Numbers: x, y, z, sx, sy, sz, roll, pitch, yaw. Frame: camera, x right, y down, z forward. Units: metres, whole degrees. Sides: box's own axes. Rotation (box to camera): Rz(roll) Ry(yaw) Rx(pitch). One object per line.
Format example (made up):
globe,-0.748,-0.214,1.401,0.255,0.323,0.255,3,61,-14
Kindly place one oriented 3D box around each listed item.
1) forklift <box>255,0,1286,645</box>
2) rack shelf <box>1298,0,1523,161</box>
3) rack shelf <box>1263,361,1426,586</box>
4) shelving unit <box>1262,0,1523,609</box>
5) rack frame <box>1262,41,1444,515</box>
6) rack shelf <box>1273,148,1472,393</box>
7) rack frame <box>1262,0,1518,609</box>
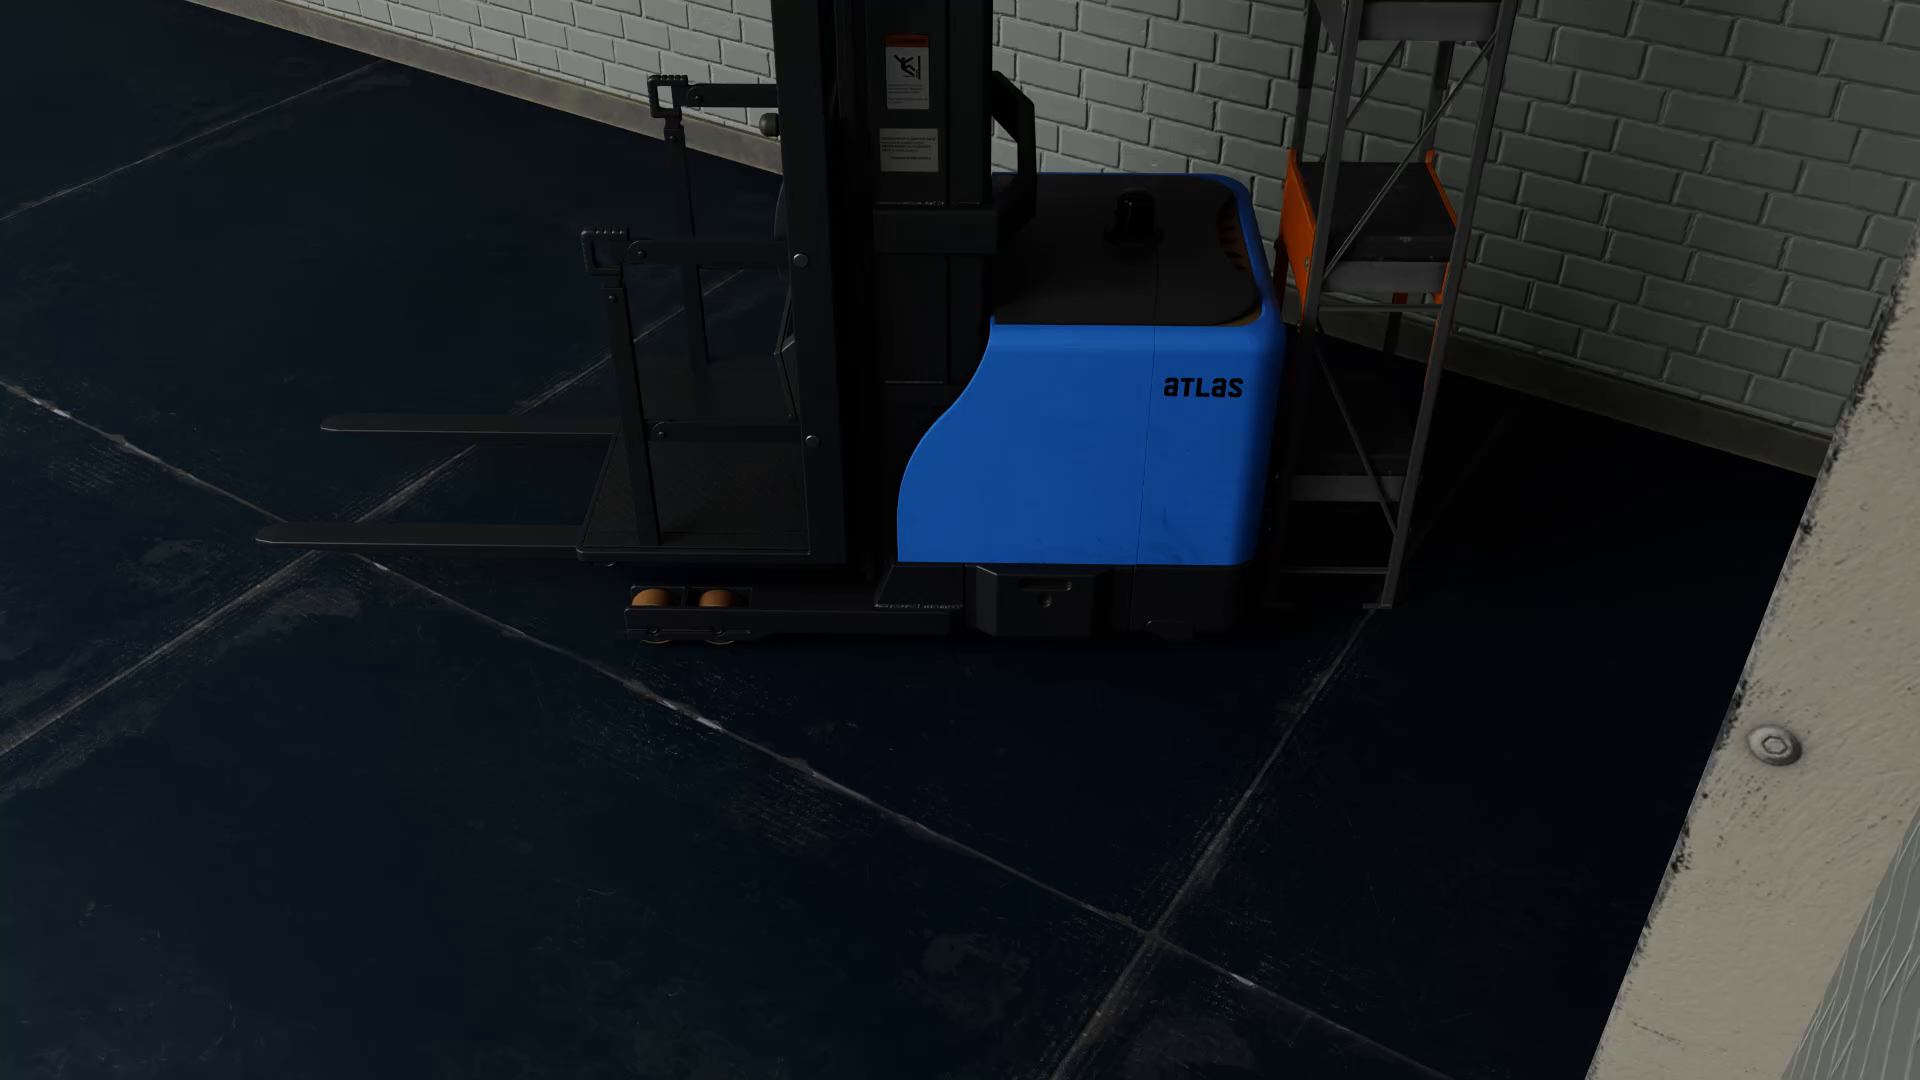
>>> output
forklift,-0.622,-1.169,4.529,3.031,2.935,1.130,1,38,1
rack shelf,1.140,-1.317,4.278,0.431,0.518,0.480,1,38,1
rack shelf,1.140,-0.209,5.133,0.431,0.518,0.480,1,38,1
shelving unit,1.140,-0.774,4.697,0.431,2.100,0.503,1,38,1
rack frame,1.145,-0.923,4.890,0.400,2.100,0.015,1,38,1
rack shelf,1.140,-0.763,4.706,0.431,0.518,0.480,1,38,1
rack frame,1.135,-0.625,4.504,0.400,2.100,0.015,1,38,1
